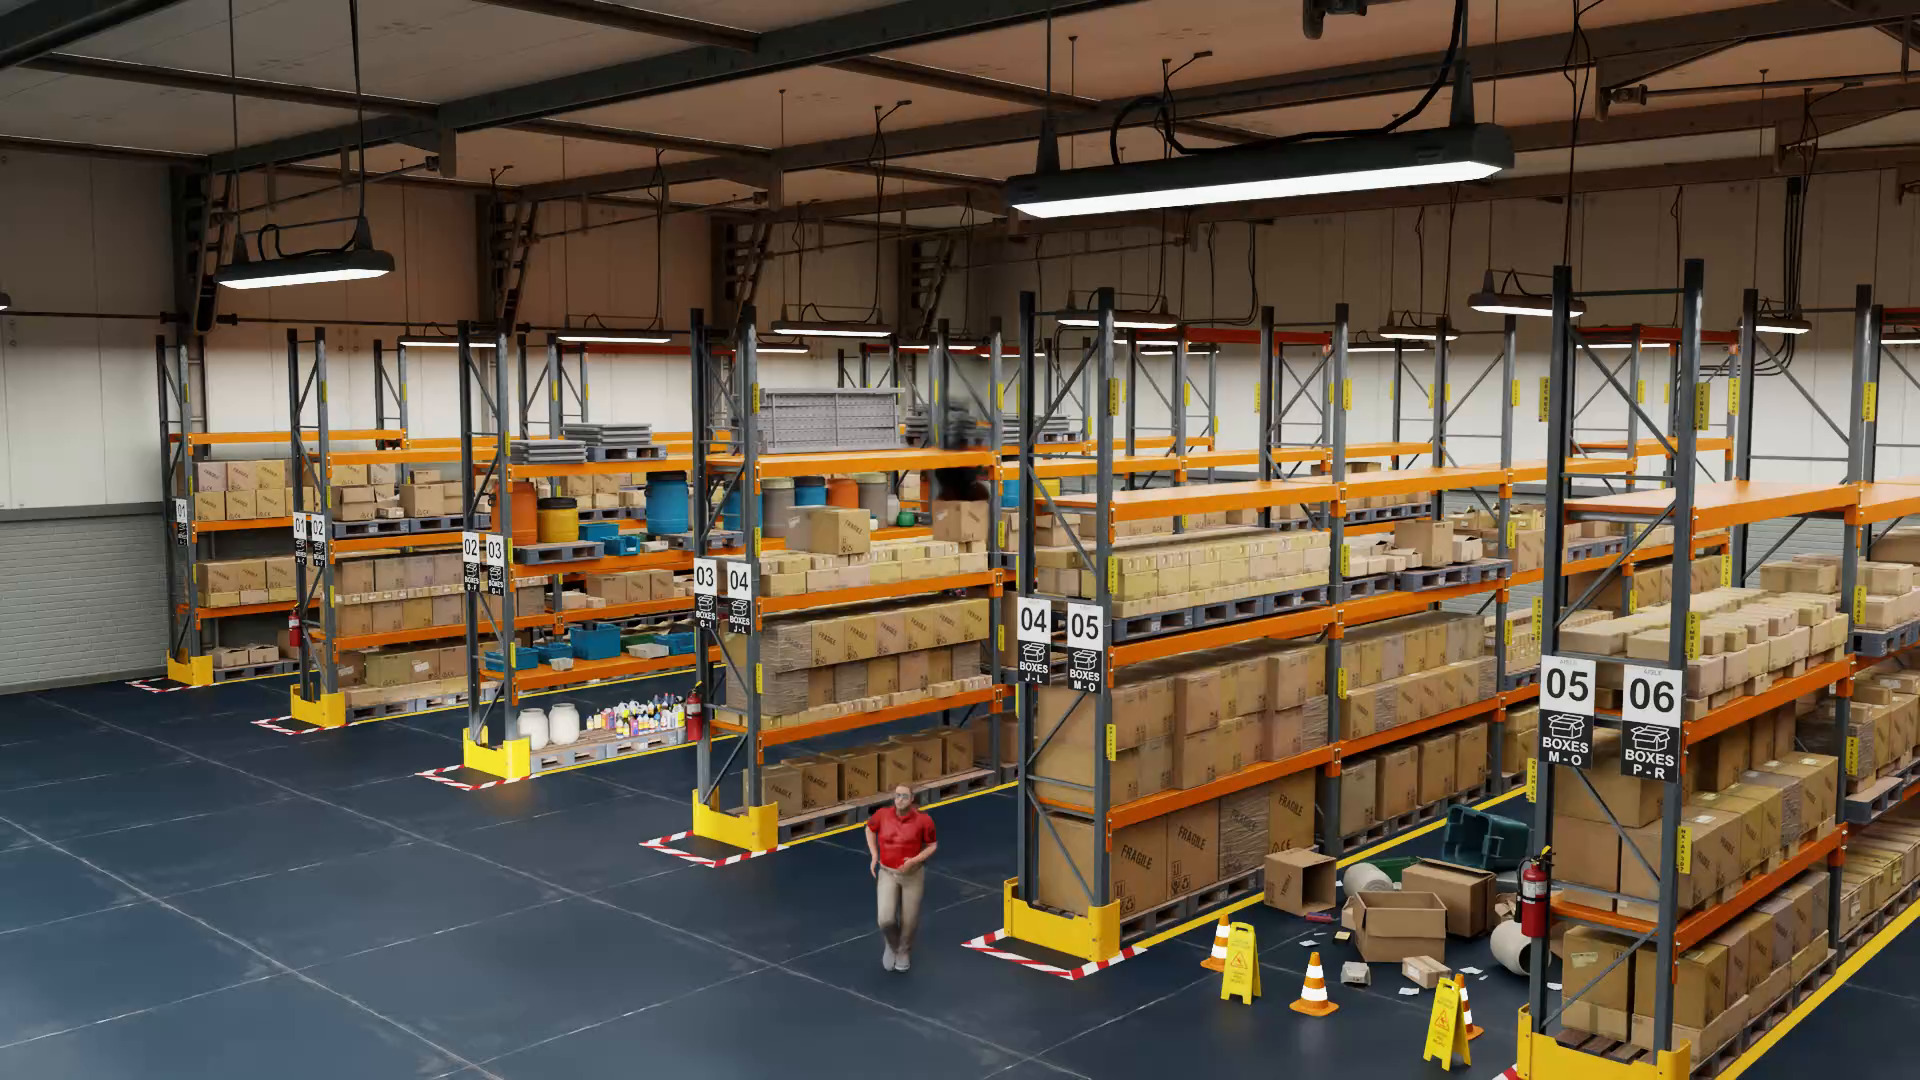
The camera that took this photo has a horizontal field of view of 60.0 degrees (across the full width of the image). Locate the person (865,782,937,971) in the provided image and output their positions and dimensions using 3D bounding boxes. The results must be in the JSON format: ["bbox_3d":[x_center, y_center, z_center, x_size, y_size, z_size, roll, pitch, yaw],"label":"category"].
[{"bbox_3d":[-0.529,2.957,14.549,0.653,1.704,0.608,0,5,5],"label":"person"}]

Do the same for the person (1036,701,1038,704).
[{"bbox_3d":[1.372,1.841,26.828,0.580,1.621,0.558,3,6,31],"label":"person"}]
